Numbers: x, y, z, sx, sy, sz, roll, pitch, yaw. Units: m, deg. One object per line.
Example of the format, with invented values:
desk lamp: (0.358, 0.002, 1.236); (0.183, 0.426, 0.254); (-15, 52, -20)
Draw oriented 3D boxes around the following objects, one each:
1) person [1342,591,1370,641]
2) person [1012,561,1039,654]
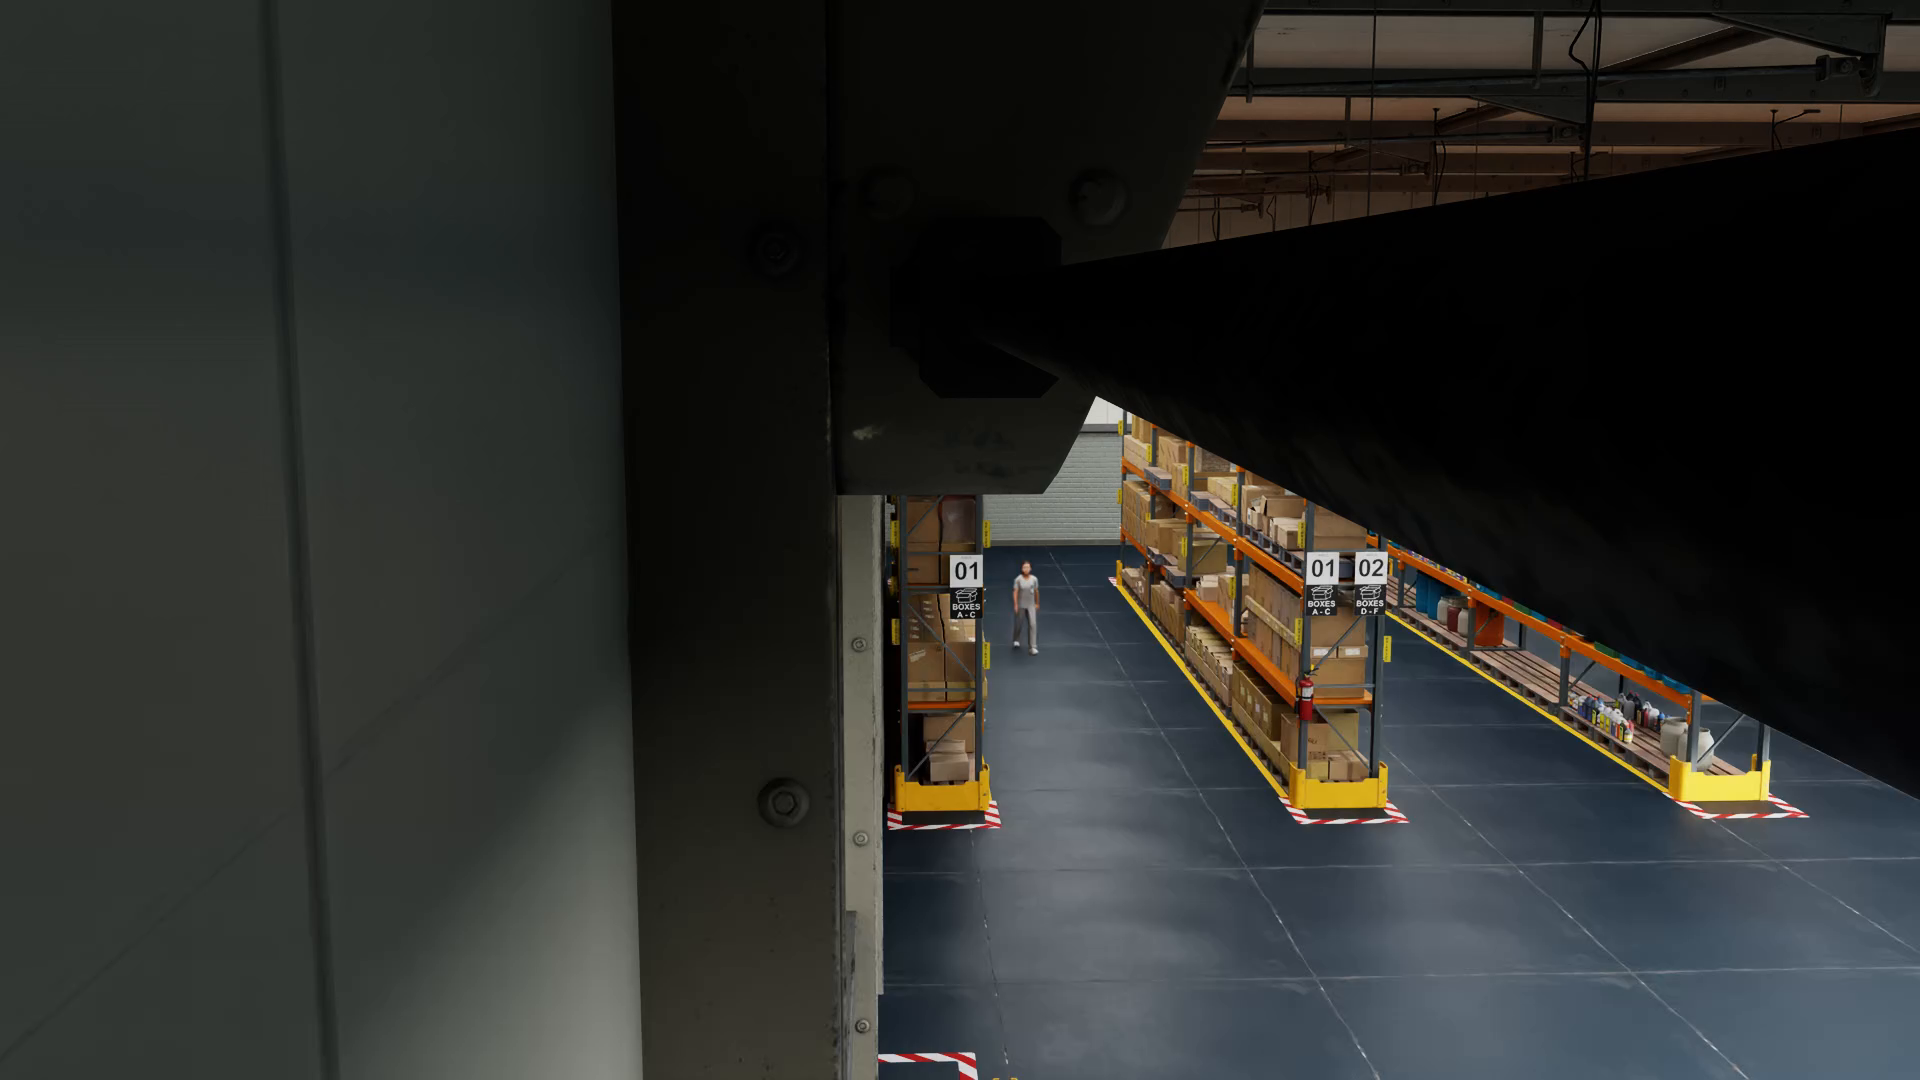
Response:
person: (7.306, 0.984, 30.662); (0.669, 1.673, 1.048); (0, 8, -2)
person: (1.183, 1.174, 29.557); (0.519, 1.621, 1.015); (-2, 9, -10)
